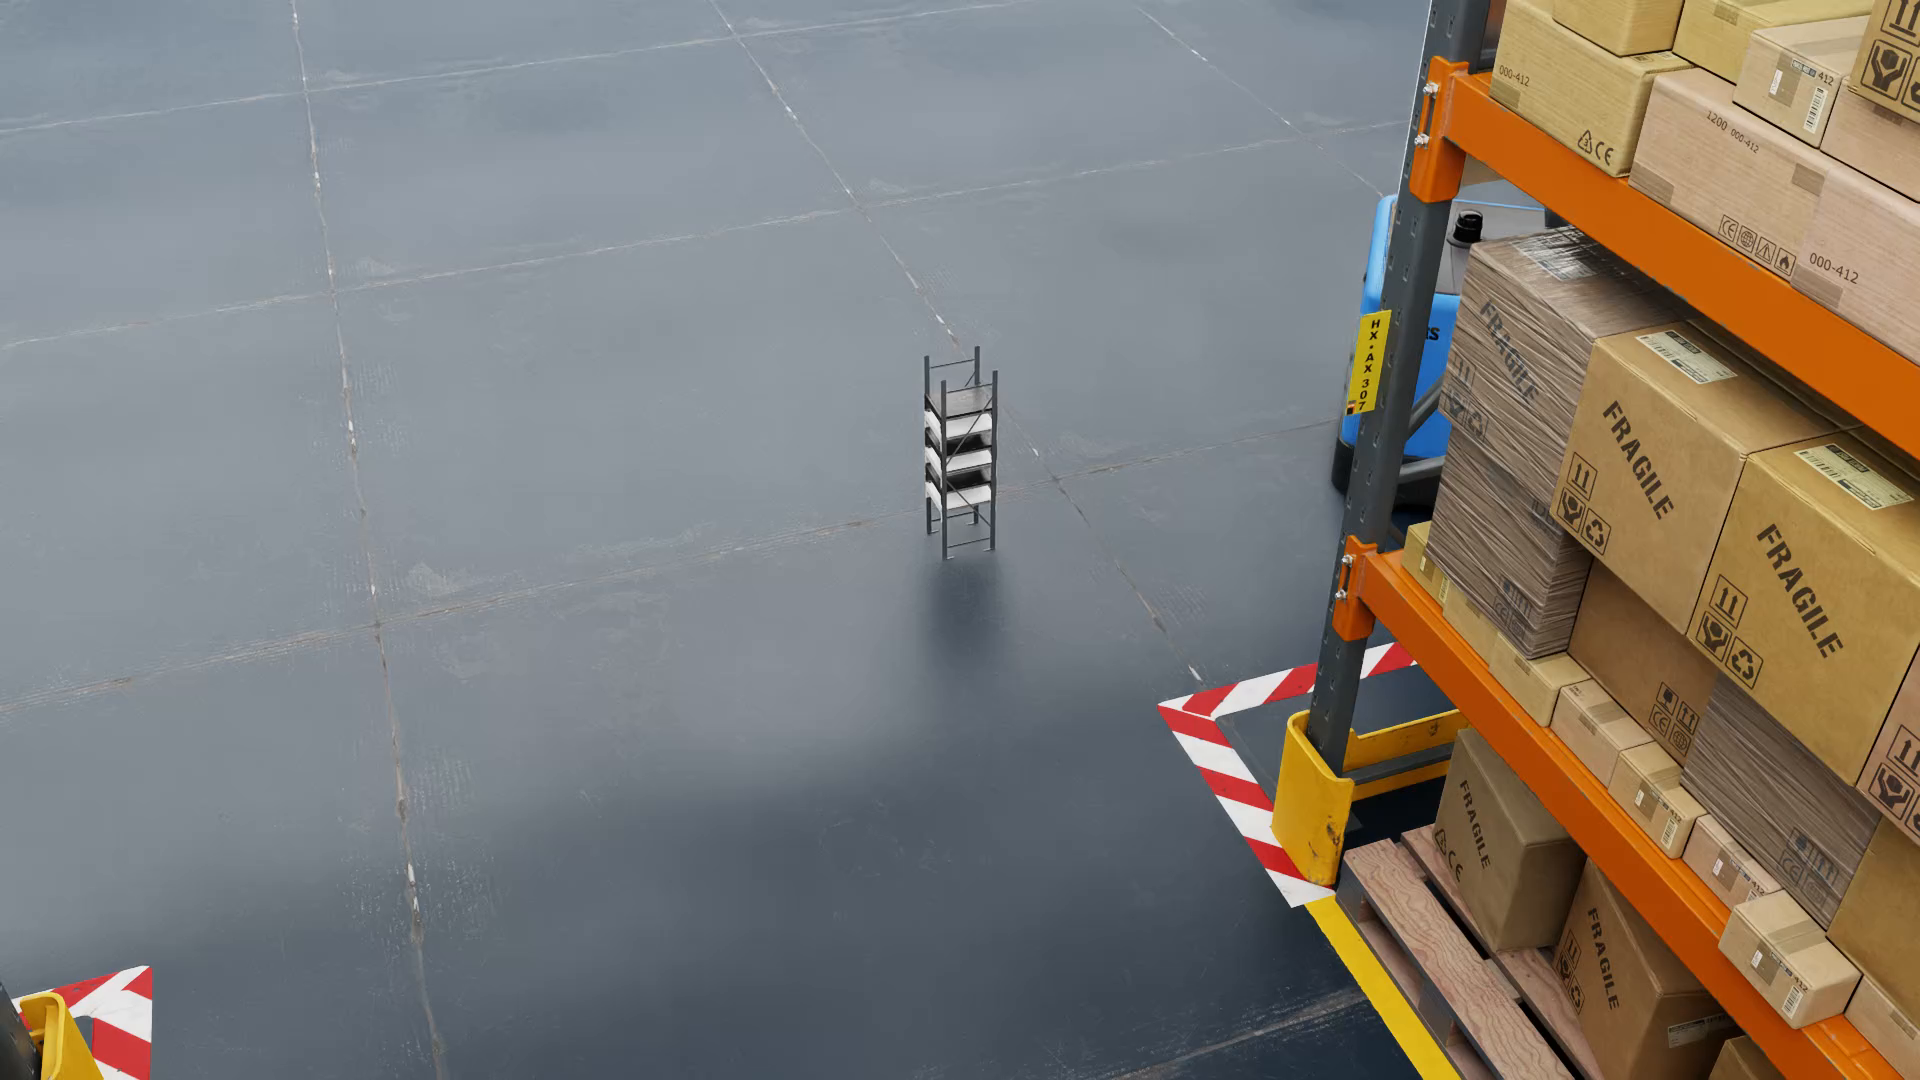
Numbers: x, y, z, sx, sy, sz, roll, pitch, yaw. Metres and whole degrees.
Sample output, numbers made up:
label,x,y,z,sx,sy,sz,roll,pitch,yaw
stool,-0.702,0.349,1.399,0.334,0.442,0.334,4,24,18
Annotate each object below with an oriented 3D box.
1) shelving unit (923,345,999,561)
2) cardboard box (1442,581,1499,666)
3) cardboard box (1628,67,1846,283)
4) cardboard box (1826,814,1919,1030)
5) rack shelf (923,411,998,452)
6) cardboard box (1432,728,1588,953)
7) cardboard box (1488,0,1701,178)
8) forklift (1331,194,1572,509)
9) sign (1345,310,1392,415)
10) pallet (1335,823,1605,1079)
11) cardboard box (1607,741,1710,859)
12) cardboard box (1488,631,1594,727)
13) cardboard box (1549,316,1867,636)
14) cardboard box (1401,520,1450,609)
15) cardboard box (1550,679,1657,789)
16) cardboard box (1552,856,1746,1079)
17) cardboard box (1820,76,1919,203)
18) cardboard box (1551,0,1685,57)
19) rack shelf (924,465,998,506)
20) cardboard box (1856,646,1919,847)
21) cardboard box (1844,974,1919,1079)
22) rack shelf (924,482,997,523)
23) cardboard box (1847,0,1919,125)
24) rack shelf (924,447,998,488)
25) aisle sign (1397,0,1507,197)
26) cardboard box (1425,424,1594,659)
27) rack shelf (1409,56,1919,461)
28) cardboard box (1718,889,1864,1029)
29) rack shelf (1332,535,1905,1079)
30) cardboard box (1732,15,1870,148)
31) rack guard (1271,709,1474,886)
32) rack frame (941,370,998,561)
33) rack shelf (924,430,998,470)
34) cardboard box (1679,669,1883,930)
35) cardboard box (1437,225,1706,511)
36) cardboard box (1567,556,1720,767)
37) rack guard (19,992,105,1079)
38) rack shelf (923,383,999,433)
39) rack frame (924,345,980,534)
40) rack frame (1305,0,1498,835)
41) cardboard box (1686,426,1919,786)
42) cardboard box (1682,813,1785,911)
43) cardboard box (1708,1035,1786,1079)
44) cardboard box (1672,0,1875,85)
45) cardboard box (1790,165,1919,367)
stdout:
label,x,y,z,sx,sy,sz,roll,pitch,yaw
shelving unit,0.003,-0.355,6.973,0.258,0.900,0.210,-12,39,-16
cardboard box,1.608,0.190,4.713,0.380,0.149,0.250,-12,39,-16
cardboard box,1.772,-0.788,3.435,0.500,0.250,0.500,-13,39,-17
cardboard box,2.406,0.726,3.463,0.875,0.500,0.500,-12,39,-16
rack shelf,0.003,-0.472,6.885,0.258,0.077,0.200,-12,39,-16
cardboard box,1.865,0.921,5.262,0.500,0.500,0.500,-6,37,-7
cardboard box,1.589,-1.078,3.820,0.500,0.250,0.500,-11,38,-15
forklift,3.245,-1.399,6.671,3.031,2.935,1.130,9,38,12
sign,1.156,-0.499,4.700,0.100,0.325,0.005,-12,39,-16
pallet,1.938,1.357,5.273,1.003,0.211,1.213,-12,39,-16
cardboard box,1.865,0.614,4.150,0.380,0.149,0.250,-12,39,-16
cardboard box,1.680,0.335,4.522,0.380,0.149,0.250,-12,39,-16
cardboard box,1.765,-0.173,3.825,0.500,0.500,0.500,-12,39,-16
cardboard box,1.540,0.045,4.906,0.380,0.149,0.250,-12,39,-16
cardboard box,1.785,0.471,4.340,0.380,0.149,0.250,-12,39,-16
cardboard box,2.103,1.252,4.823,0.500,0.500,0.500,-3,37,-4
cardboard box,1.851,-0.769,3.078,0.380,0.149,0.250,-13,39,-16
cardboard box,1.542,-1.193,3.641,0.380,0.149,0.250,-12,39,-15
rack shelf,0.003,-0.256,7.047,0.258,0.077,0.200,-12,39,-16
cardboard box,2.116,0.391,3.077,0.500,0.500,0.500,-12,39,-16
cardboard box,2.176,1.026,3.603,0.380,0.149,0.250,-12,39,-16
rack shelf,0.003,-0.184,7.102,0.258,0.077,0.200,-12,39,-16
cardboard box,1.923,-0.928,2.749,0.500,0.500,0.500,-13,39,-16
rack shelf,0.003,-0.328,6.993,0.258,0.077,0.200,-12,39,-16
aisle sign,1.363,-1.277,4.291,0.394,0.787,0.004,-12,39,-16
cardboard box,1.829,-0.108,4.570,0.875,0.500,0.500,-12,39,-16
rack shelf,2.354,-0.047,2.924,1.077,0.370,4.000,-12,39,-16
cardboard box,1.965,0.912,3.754,0.380,0.149,0.250,-12,39,-16
rack shelf,2.354,1.151,3.826,1.077,0.370,4.000,-12,39,-16
cardboard box,1.771,-0.907,3.262,0.380,0.149,0.250,-11,38,-14
rack guard,1.692,0.776,5.805,1.175,0.500,0.348,-12,39,-16
rack frame,0.038,-0.297,6.897,0.240,0.900,0.006,-12,39,-16
rack shelf,0.003,-0.400,6.939,0.258,0.077,0.200,-12,39,-16
cardboard box,2.245,0.441,3.841,0.875,0.500,0.500,-12,39,-16
cardboard box,1.599,-0.457,4.202,0.500,0.500,0.500,-12,39,-16
cardboard box,2.114,0.150,4.228,0.875,0.500,0.500,-12,39,-16
rack guard,-3.034,1.689,4.592,1.175,0.500,0.348,-12,39,-16
rack shelf,0.003,-0.544,6.831,0.258,0.077,0.200,-12,39,-16
rack frame,-0.032,-0.412,7.049,0.240,0.900,0.006,-12,39,-16
rack frame,1.666,-0.266,5.110,1.000,3.000,0.127,-12,39,-16
cardboard box,1.938,0.109,3.450,0.500,0.500,0.500,-12,39,-16
cardboard box,1.976,0.750,3.970,0.380,0.149,0.250,-12,39,-16
cardboard box,2.300,1.609,4.349,0.500,0.500,0.500,-9,38,-12
cardboard box,1.744,-1.076,3.486,0.380,0.149,0.250,-13,39,-17
cardboard box,1.939,-0.507,3.062,0.500,0.250,0.500,-13,39,-16
